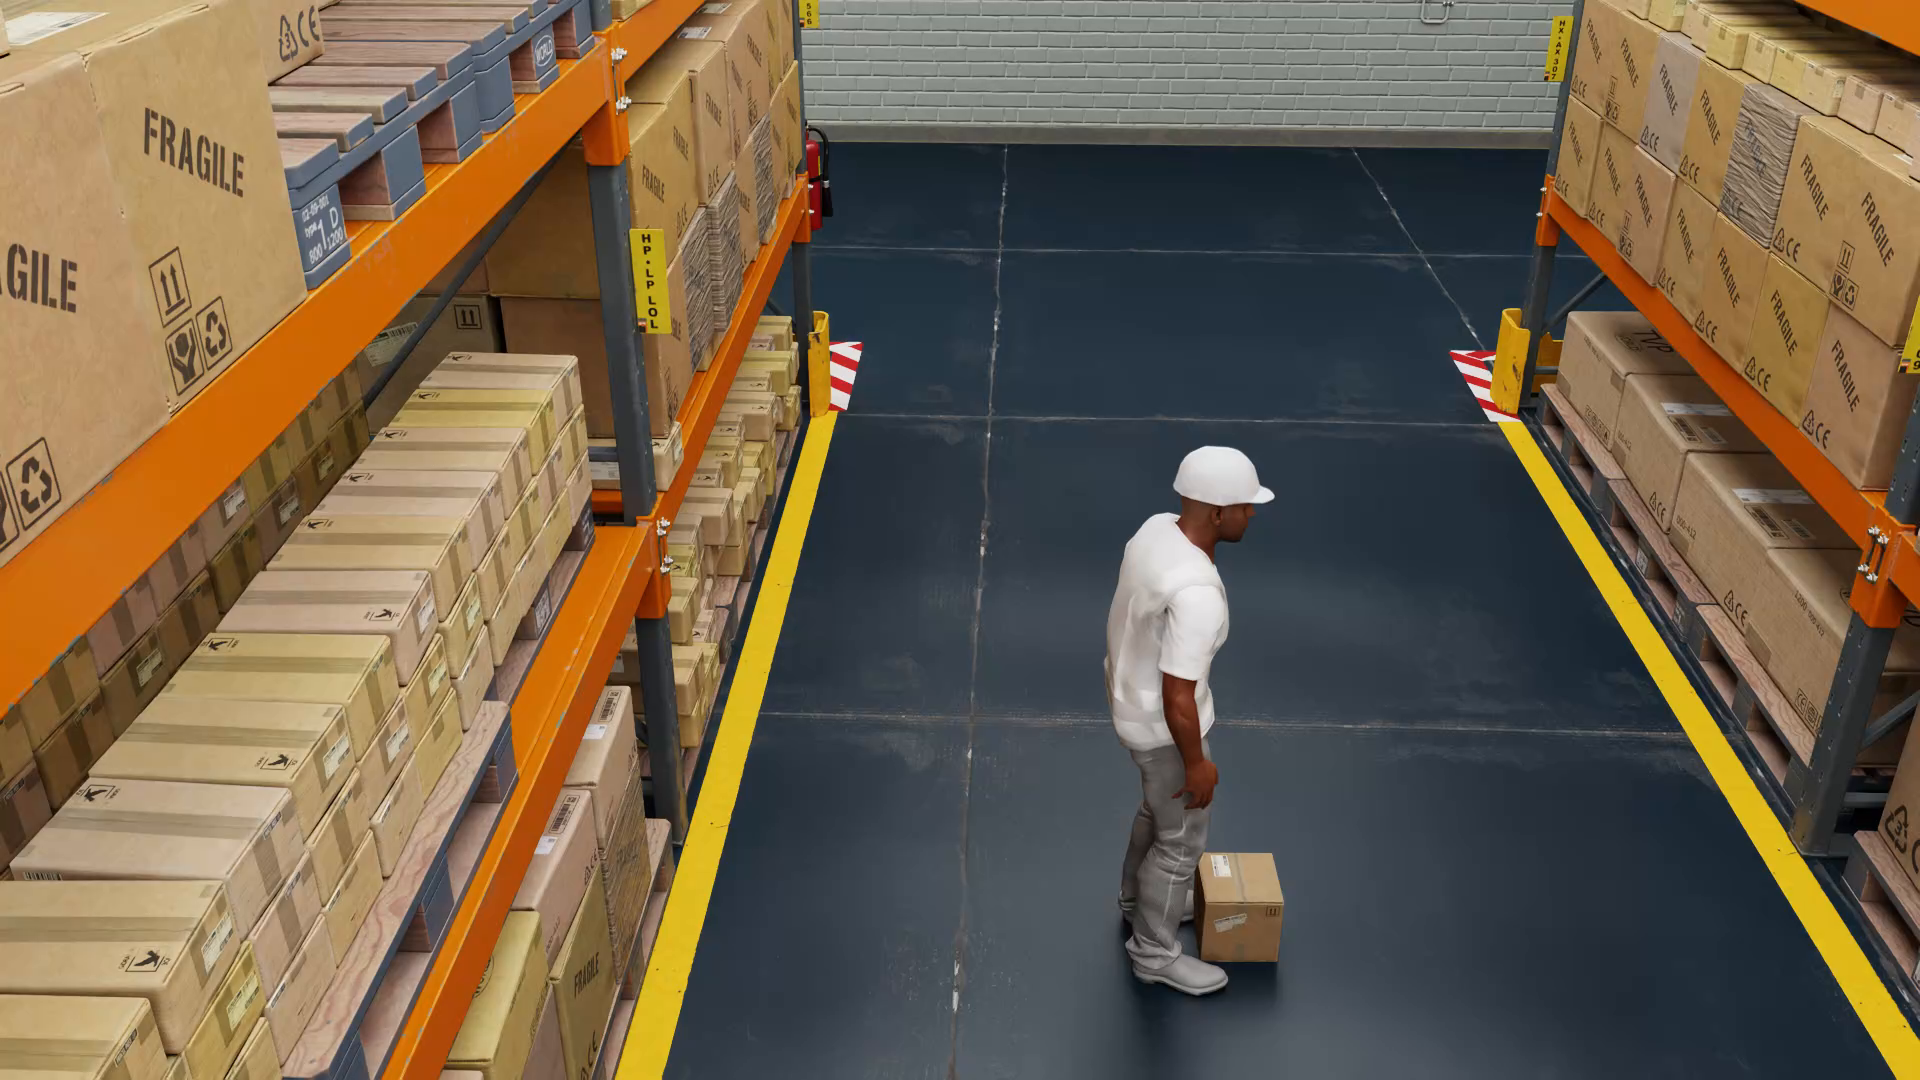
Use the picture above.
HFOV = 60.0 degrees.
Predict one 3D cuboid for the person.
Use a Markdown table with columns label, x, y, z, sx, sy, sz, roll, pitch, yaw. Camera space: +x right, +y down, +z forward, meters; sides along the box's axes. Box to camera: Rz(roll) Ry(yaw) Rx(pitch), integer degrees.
| label | x | y | z | sx | sy | sz | roll | pitch | yaw |
| --- | --- | --- | --- | --- | --- | --- | --- | --- | --- |
| person | 0.672 | 0.532 | 5.095 | 0.461 | 1.759 | 0.630 | -1 | 28 | -1 |
